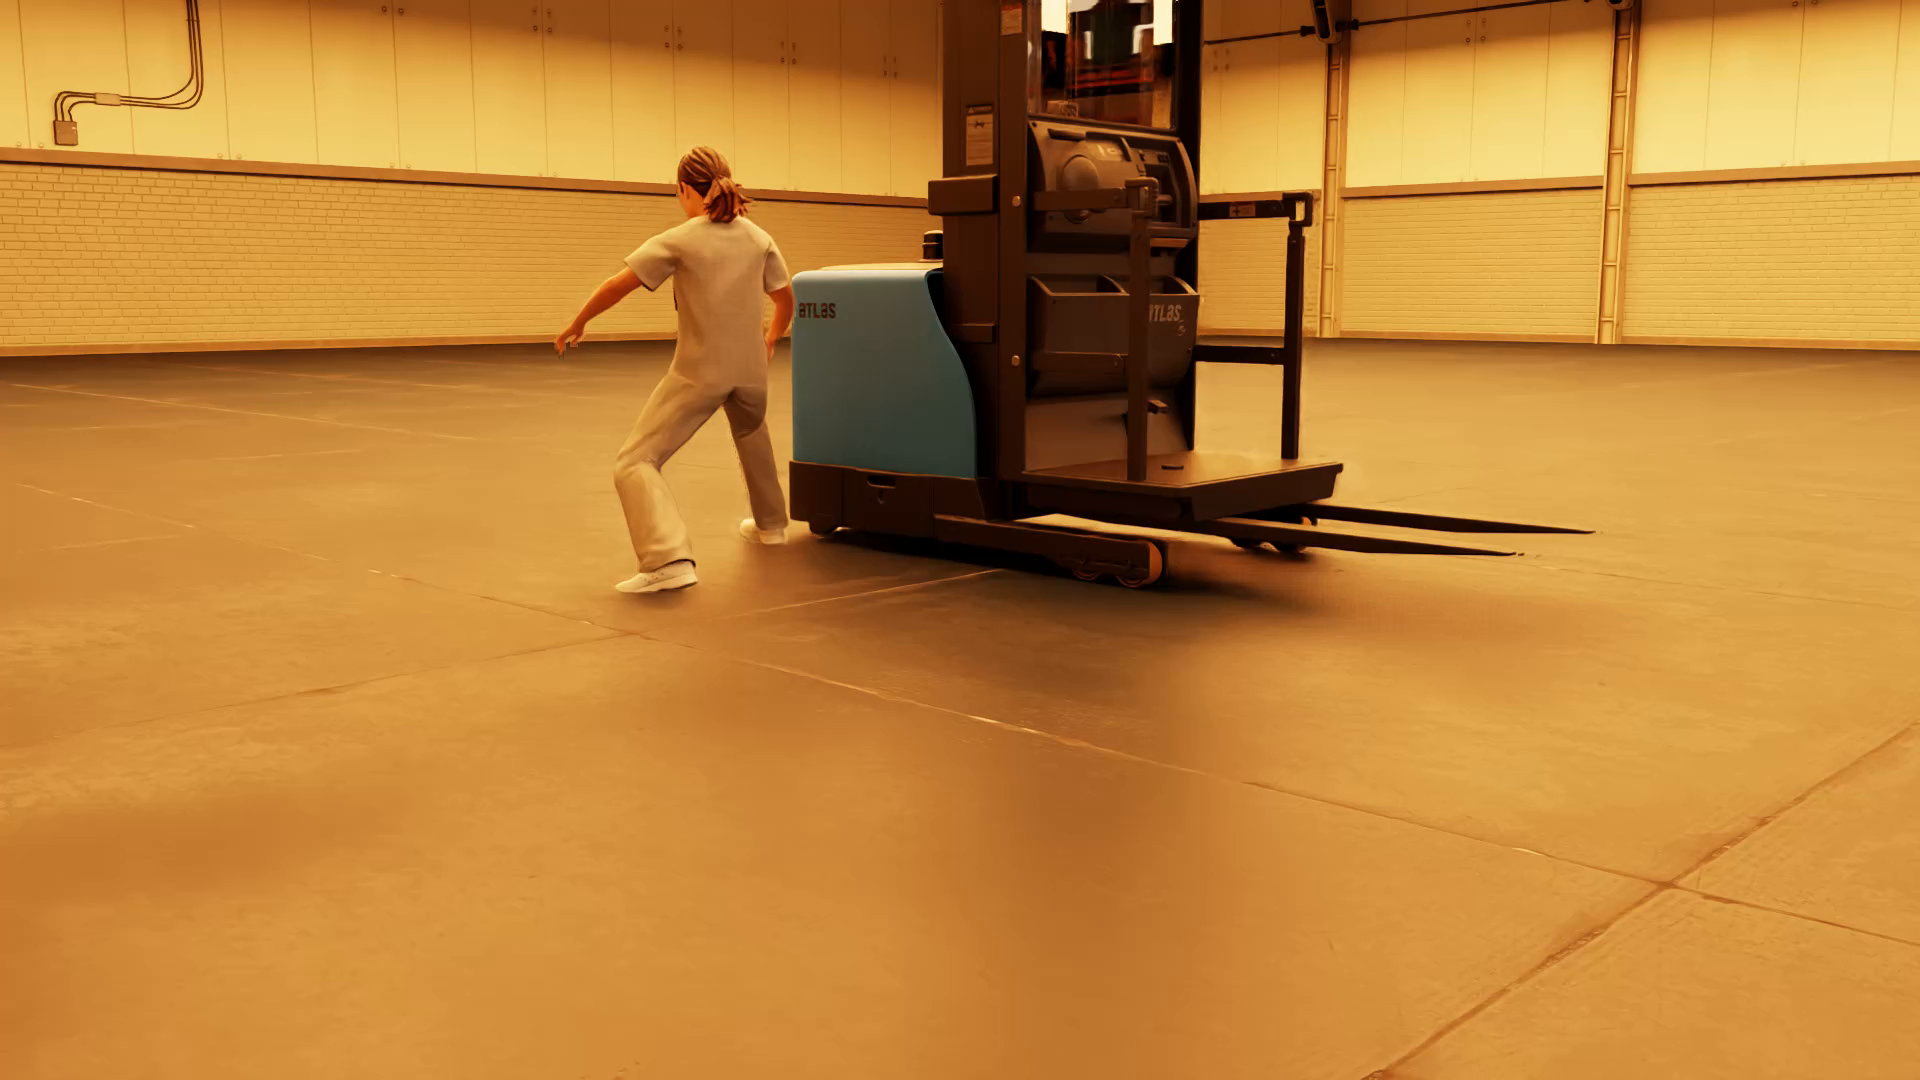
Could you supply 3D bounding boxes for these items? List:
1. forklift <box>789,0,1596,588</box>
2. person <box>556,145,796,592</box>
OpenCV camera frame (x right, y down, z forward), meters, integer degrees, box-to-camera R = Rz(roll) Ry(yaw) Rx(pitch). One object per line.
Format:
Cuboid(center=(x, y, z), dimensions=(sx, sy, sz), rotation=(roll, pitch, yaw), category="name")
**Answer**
Cuboid(center=(0.731, -1.375, 6.003), dimensions=(3.031, 2.935, 1.130), rotation=(8, 11, 42), category="forklift")
Cuboid(center=(-0.926, -0.623, 5.945), dimensions=(0.923, 1.533, 0.896), rotation=(-6, 10, -34), category="person")
